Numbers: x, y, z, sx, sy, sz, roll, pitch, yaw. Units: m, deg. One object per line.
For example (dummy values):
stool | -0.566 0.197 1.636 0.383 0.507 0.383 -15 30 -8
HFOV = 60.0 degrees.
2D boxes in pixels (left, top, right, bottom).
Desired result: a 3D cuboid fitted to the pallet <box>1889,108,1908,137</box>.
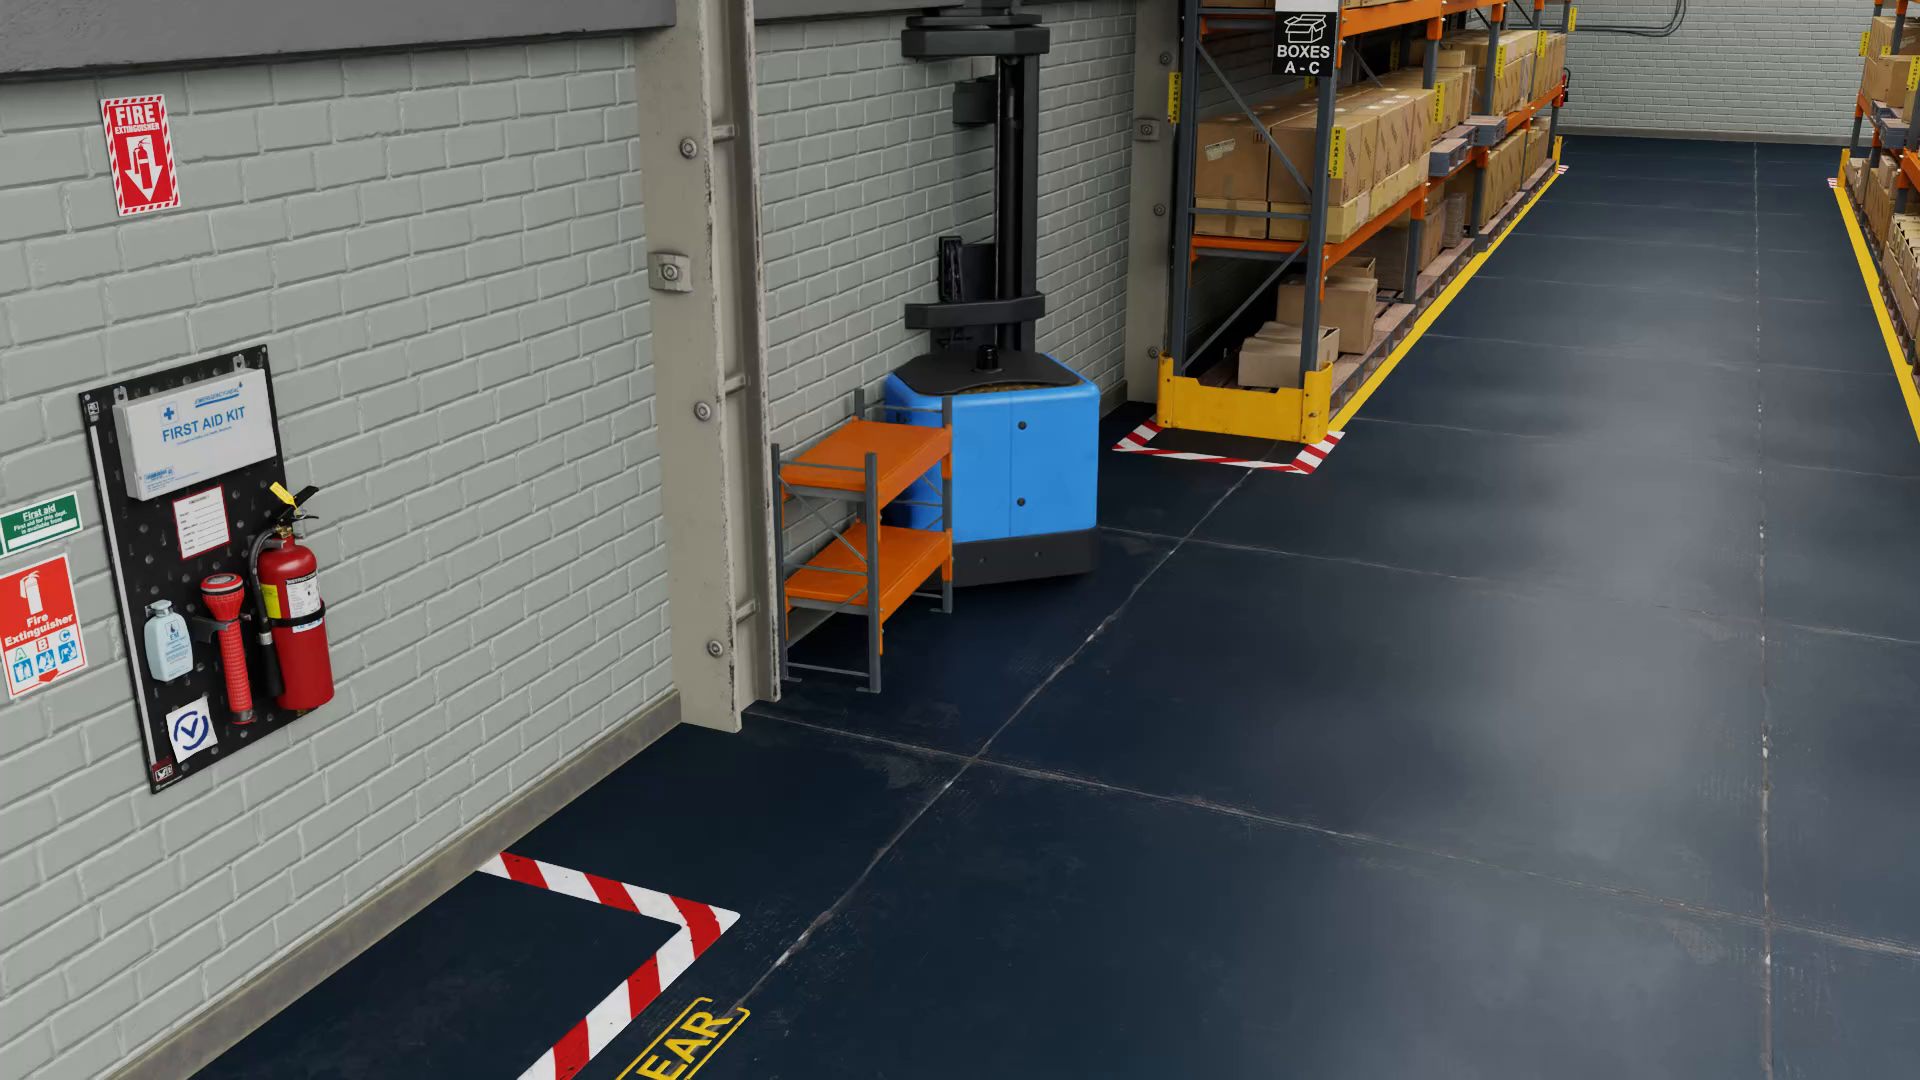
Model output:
pallet | 10.525 -4.439 17.762 1.003 0.211 1.213 9 21 23

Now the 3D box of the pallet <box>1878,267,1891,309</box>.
pallet | 9.360 -2.375 15.831 1.003 0.211 1.213 9 21 23

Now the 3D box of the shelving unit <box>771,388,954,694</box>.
shelving unit | -0.440 -0.028 7.869 0.538 1.125 1.048 6 21 17

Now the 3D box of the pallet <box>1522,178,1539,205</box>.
pallet | 7.233 -4.744 22.493 1.003 0.211 1.213 9 21 23

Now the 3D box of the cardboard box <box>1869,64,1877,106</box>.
cardboard box | 11.759 -5.708 20.893 0.500 0.500 0.500 9 22 24

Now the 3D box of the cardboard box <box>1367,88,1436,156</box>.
cardboard box | 3.662 -3.496 13.896 0.500 0.500 0.500 8 21 23

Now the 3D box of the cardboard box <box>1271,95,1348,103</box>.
cardboard box | 2.766 -3.258 13.229 0.500 0.500 0.500 9 22 24

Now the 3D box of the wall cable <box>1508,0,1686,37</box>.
wall cable | 11.130 -10.102 29.080 3.097 2.526 0.112 9 21 23

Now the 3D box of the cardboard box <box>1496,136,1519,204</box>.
cardboard box | 6.341 -4.532 20.318 0.750 0.750 0.750 9 22 24

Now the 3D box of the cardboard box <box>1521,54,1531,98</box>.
cardboard box | 6.691 -5.700 20.396 0.500 0.500 0.500 9 21 23

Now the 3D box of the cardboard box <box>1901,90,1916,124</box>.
cardboard box | 9.888 -4.388 16.554 0.700 0.500 0.500 2 20 4

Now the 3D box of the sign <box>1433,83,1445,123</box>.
sign | 4.072 -3.726 14.178 0.100 0.325 0.005 9 21 23

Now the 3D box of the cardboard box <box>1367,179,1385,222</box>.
cardboard box | 2.839 -2.528 12.294 0.500 0.250 0.500 8 21 22

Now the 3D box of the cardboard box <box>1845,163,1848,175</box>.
cardboard box | 12.421 -5.095 22.892 0.380 0.166 0.250 9 21 23

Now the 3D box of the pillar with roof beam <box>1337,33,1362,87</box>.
pillar with roof beam | 7.818 -6.571 14.514 9.100 9.000 0.400 9 21 23

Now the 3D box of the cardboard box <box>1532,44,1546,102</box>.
cardboard box | 7.087 -6.141 21.812 0.980 0.700 0.700 9 21 24

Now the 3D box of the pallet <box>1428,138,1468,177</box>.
pallet | 4.019 -3.514 15.159 1.003 0.211 1.213 9 21 23

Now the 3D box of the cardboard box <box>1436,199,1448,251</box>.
cardboard box | 4.647 -3.274 17.273 0.700 0.500 0.500 9 21 23

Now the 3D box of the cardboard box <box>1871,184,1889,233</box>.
cardboard box | 10.323 -3.602 18.194 0.500 0.500 0.500 8 21 21

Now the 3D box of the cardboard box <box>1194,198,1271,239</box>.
cardboard box | 1.950 -2.276 11.586 0.500 0.250 0.500 9 21 23

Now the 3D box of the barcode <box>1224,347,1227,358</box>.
barcode | 1.944 -1.372 12.193 0.001 0.075 0.075 9 21 23

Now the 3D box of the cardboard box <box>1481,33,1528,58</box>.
cardboard box | 6.465 -5.897 19.833 0.500 0.250 0.500 9 21 24

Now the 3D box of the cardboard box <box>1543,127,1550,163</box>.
cardboard box | 8.292 -5.851 24.549 0.700 0.500 0.500 9 21 23

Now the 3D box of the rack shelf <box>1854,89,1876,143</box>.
rack shelf | 12.190 -5.430 21.334 1.077 0.370 4.000 9 21 23

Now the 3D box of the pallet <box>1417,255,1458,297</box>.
pallet | 4.389 -2.689 16.716 1.003 0.211 1.213 9 21 23

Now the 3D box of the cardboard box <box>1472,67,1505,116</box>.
cardboard box | 5.644 -4.923 18.213 0.500 0.500 0.500 9 22 24

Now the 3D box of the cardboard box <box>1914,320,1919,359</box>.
cardboard box | 7.628 -1.514 12.727 0.500 0.250 0.500 9 21 23

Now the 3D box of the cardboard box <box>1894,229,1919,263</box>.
cardboard box | 8.832 -2.664 15.123 0.500 0.311 0.500 8 21 21

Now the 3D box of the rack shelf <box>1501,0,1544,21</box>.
rack shelf | 6.031 -6.299 19.301 1.077 0.370 4.000 9 21 23

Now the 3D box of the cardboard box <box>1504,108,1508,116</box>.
cardboard box | 6.290 -5.123 19.743 0.380 0.149 0.250 9 22 24

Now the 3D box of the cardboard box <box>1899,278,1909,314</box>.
cardboard box | 8.418 -2.092 14.351 0.500 0.250 0.500 9 21 24

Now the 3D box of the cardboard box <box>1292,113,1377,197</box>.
cardboard box | 2.617 -2.714 11.699 0.500 0.500 0.500 9 21 23

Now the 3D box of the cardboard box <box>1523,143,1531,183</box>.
cardboard box | 7.250 -5.071 22.354 0.700 0.500 0.500 9 21 23

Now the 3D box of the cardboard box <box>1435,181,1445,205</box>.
cardboard box | 4.674 -3.603 17.079 0.500 0.250 0.500 9 21 24

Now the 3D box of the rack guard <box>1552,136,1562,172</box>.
rack guard | 8.498 -5.888 25.280 1.175 0.500 0.348 9 21 23

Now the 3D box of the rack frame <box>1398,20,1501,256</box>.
rack frame | 5.212 -4.613 17.964 1.000 3.000 0.127 9 21 23

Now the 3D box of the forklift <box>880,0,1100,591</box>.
forklift | -0.195 -1.581 9.540 1.130 2.935 3.031 -6 20 -17

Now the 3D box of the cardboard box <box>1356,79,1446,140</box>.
cardboard box | 4.049 -3.966 15.337 0.700 0.500 0.500 11 22 28

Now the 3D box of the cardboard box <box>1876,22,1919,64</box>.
cardboard box | 11.755 -6.177 20.719 0.500 0.500 0.500 9 21 23

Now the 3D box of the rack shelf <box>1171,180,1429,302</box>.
rack shelf | 2.755 -2.440 12.927 1.077 0.370 4.000 9 21 23

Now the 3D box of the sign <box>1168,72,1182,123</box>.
sign | 1.438 -2.945 11.072 0.100 0.325 0.005 9 21 23

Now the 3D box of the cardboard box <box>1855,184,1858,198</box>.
cardboard box | 11.444 -4.358 20.843 0.380 0.149 0.250 9 21 23

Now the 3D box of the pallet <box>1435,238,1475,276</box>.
pallet | 4.890 -3.061 17.760 1.003 0.211 1.213 9 21 23

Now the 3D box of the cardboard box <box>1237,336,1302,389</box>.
cardboard box | 2.301 -1.307 12.025 0.500 0.311 0.500 6 20 17

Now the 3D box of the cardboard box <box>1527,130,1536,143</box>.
cardboard box | 7.556 -5.456 22.470 0.380 0.149 0.250 9 22 25

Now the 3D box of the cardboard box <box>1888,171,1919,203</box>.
cardboard box | 9.921 -3.654 17.220 0.500 0.250 0.500 9 22 25
